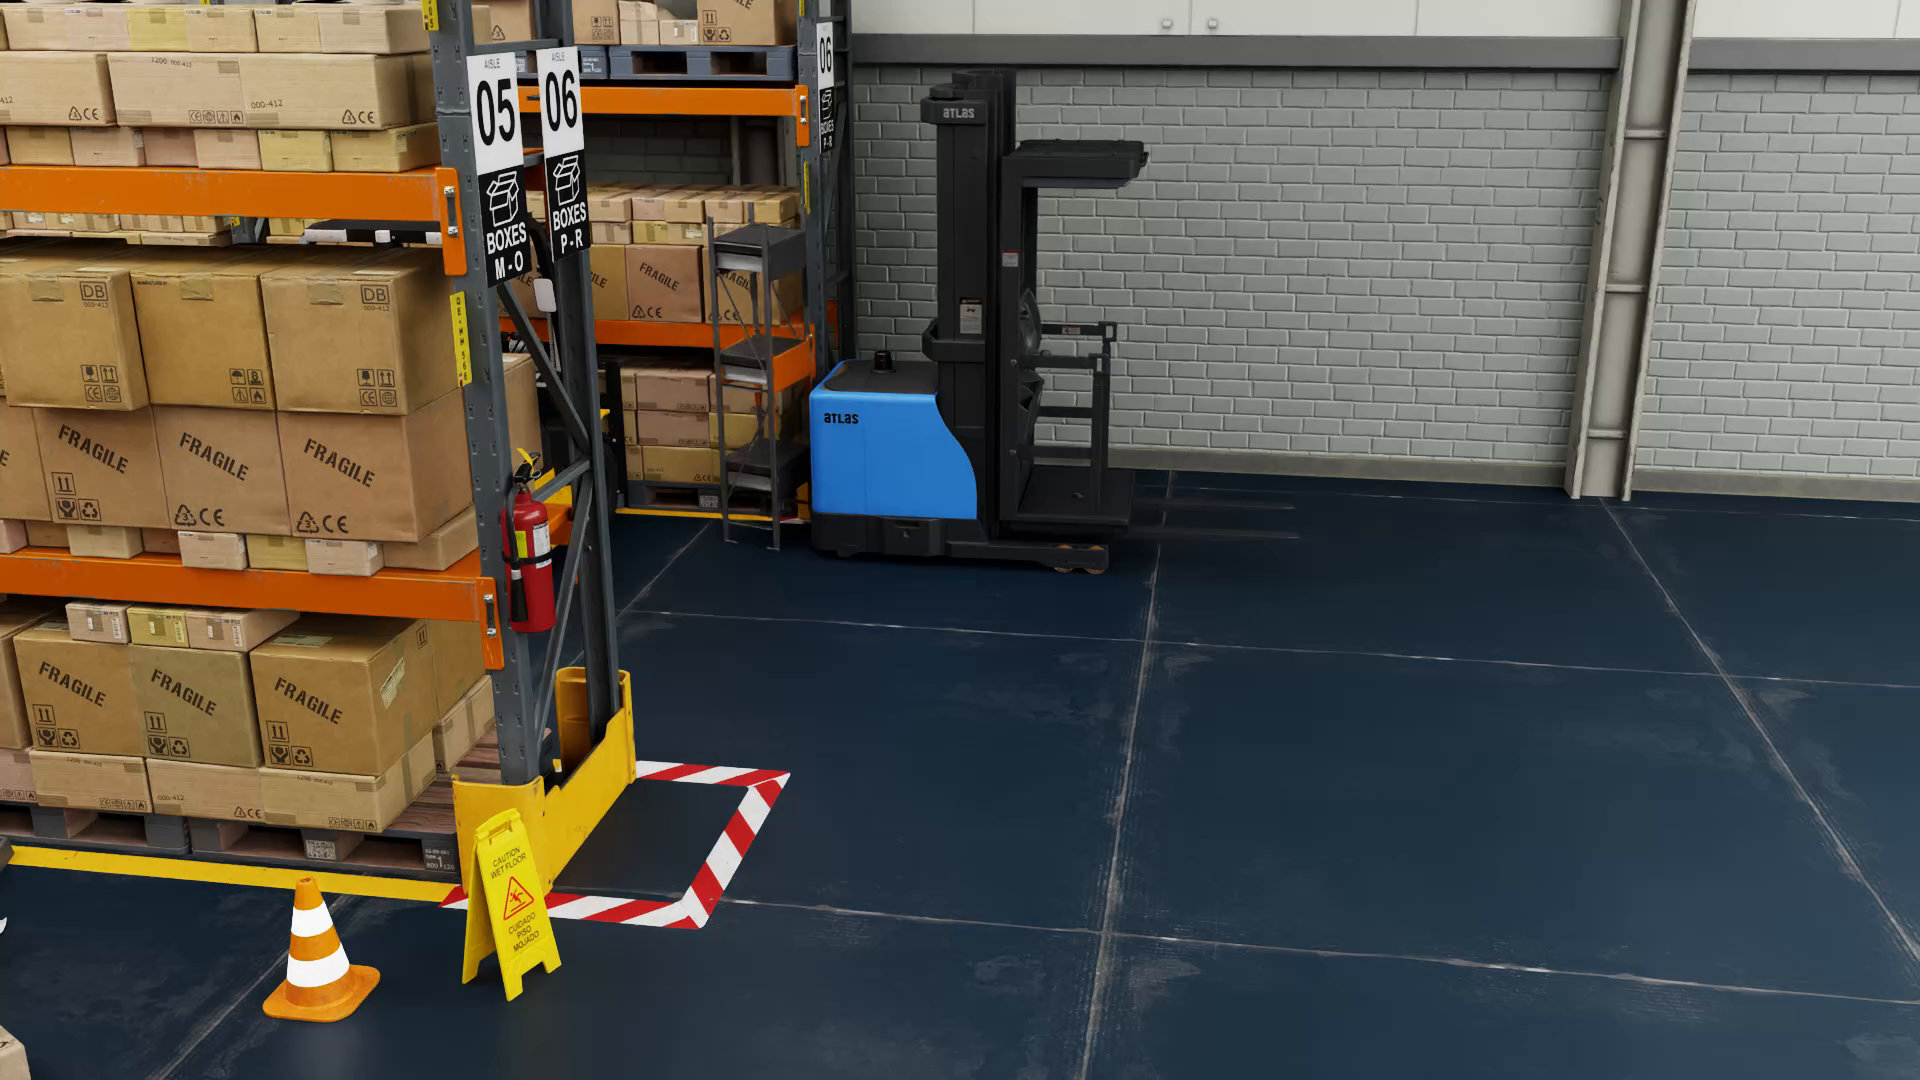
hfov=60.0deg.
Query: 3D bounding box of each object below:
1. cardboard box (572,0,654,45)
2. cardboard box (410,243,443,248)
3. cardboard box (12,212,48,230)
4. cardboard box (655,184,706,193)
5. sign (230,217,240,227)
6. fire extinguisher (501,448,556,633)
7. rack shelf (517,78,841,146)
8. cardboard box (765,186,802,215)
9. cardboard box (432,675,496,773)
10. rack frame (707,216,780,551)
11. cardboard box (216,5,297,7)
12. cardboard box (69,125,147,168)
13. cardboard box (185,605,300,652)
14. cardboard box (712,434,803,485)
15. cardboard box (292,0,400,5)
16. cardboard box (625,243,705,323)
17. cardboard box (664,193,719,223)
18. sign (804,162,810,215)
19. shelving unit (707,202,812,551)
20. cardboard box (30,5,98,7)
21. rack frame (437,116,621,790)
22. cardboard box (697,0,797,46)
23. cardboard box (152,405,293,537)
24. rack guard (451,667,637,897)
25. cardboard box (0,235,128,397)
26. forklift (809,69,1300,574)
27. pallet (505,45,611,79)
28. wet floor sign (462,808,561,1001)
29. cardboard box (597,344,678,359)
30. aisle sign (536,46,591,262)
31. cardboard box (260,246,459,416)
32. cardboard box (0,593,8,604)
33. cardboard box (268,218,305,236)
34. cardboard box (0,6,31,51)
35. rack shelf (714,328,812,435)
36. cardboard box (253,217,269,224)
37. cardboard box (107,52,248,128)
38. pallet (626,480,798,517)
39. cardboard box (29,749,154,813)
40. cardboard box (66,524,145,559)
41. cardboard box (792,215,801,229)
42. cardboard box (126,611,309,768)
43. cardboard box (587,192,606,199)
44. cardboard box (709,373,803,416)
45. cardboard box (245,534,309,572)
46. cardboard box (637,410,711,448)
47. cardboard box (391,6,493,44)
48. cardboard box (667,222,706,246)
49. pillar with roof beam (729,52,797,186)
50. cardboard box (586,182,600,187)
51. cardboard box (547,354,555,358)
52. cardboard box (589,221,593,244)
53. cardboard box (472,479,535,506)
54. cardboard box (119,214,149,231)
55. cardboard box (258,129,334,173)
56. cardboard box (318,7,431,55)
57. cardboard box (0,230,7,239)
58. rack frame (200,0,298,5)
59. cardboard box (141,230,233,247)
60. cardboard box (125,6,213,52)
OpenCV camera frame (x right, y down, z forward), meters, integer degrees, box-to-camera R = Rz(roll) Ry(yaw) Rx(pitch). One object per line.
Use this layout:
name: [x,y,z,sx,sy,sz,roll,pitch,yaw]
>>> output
cardboard box: [-2.340,-3.483,10.781,0.500,0.500,0.700,3,19,9]
cardboard box: [-3.405,-1.836,11.406,0.500,0.500,0.500,3,19,8]
cardboard box: [-6.457,-2.297,11.760,0.250,0.149,0.380,3,19,9]
cardboard box: [-1.925,-2.367,11.502,0.250,0.149,0.380,3,19,9]
sign: [-4.895,-2.280,11.190,0.005,0.325,0.100,3,19,9]
fire extinguisher: [-1.613,0.004,6.185,0.183,0.674,0.296,3,19,9]
rack shelf: [-2.844,-2.920,11.208,4.000,0.370,1.077,3,19,9]
cardboard box: [-1.167,-2.318,11.354,0.250,0.149,0.380,3,19,8]
cardboard box: [-2.405,0.795,7.371,0.500,0.250,0.500,3,19,8]
rack frame: [-1.329,-0.930,10.255,0.400,2.100,0.015,10,24,21]
cardboard box: [-2.696,-2.021,6.529,0.250,0.149,0.380,3,19,8]
cardboard box: [-3.050,-1.474,6.149,0.250,0.149,0.380,3,19,8]
cardboard box: [-2.858,0.303,6.637,0.250,0.149,0.380,3,19,10]
cardboard box: [-1.383,-0.558,11.414,0.500,0.250,0.500,3,19,9]
cardboard box: [-4.036,-3.448,10.973,0.500,0.311,0.500,3,19,10]
cardboard box: [-1.907,-1.757,11.168,0.500,0.500,0.500,4,19,10]
cardboard box: [-1.767,-2.193,10.982,0.250,0.149,0.380,3,19,10]
sign: [-0.969,-2.230,10.542,0.005,0.325,0.100,3,19,9]
shelving unit: [-1.234,-1.016,10.463,0.431,2.100,0.503,10,24,21]
cardboard box: [-3.469,-2.032,6.561,0.250,0.149,0.380,3,19,10]
rack frame: [-1.653,-0.182,6.621,0.127,3.000,1.000,3,19,9]
cardboard box: [-1.345,-3.400,10.533,0.500,0.500,0.500,4,19,10]
cardboard box: [-2.726,-0.339,6.461,0.500,0.500,0.500,3,19,9]
rack guard: [-1.728,0.999,7.029,0.348,0.500,1.175,3,19,9]
cardboard box: [-3.680,-0.892,6.540,0.500,0.500,0.700,3,19,8]
forklift: [0.620,-1.363,10.257,3.031,2.935,1.130,3,19,7]
pallet: [-2.771,-3.223,11.119,1.213,0.211,1.003,3,19,9]
wet floor sign: [-1.635,1.279,5.964,0.232,0.644,0.267,10,21,27]
cardboard box: [-2.299,-1.243,11.887,0.500,0.250,0.500,3,19,8]
aisle sign: [-1.542,-1.509,6.489,0.004,0.787,0.394,3,19,9]
cardboard box: [-2.192,-0.802,6.272,0.500,0.500,0.700,2,19,7]
cardboard box: [-4.174,0.235,6.840,0.250,0.149,0.380,4,19,12]
cardboard box: [-4.545,-2.196,11.458,0.250,0.149,0.380,3,19,8]
cardboard box: [-3.553,-1.855,6.032,0.250,0.149,0.380,3,19,10]
rack shelf: [-1.234,-1.003,10.468,0.431,0.518,0.480,10,24,21]
cardboard box: [-5.131,-2.379,12.006,0.250,0.149,0.380,2,19,7]
cardboard box: [-2.695,-1.646,6.036,0.500,0.250,0.500,3,19,8]
pallet: [-1.631,-0.441,11.787,1.213,0.211,1.003,3,19,9]
cardboard box: [-3.521,0.913,7.019,0.500,0.250,0.500,2,19,7]
cardboard box: [-3.330,-0.058,6.644,0.250,0.149,0.380,3,19,8]
cardboard box: [-1.163,-2.191,11.444,0.250,0.149,0.380,2,19,7]
cardboard box: [-3.001,0.583,6.823,0.500,0.500,0.500,4,19,11]
cardboard box: [-2.532,-2.219,11.058,0.250,0.149,0.380,3,19,10]
cardboard box: [-1.373,-1.032,11.257,0.500,0.250,0.500,4,19,10]
cardboard box: [-2.573,-0.013,6.510,0.250,0.149,0.380,3,19,8]
cardboard box: [-1.893,-0.825,11.425,0.500,0.250,0.500,3,19,8]
cardboard box: [-1.971,-1.946,6.303,0.250,0.149,0.380,3,19,8]
cardboard box: [-1.759,-2.058,11.047,0.250,0.149,0.380,3,19,10]
pillar with roof beam: [-2.096,-3.551,7.235,0.400,9.000,9.100,3,19,9]
cardboard box: [-2.689,-2.404,11.613,0.250,0.149,0.380,3,19,9]
cardboard box: [-2.877,-1.106,11.479,0.500,0.250,0.500,3,19,8]
cardboard box: [-2.526,-2.079,11.110,0.250,0.149,0.380,3,19,9]
cardboard box: [-1.955,-0.145,6.906,0.250,0.149,0.380,3,19,9]
cardboard box: [-5.682,-2.278,11.703,0.250,0.149,0.380,3,19,9]
cardboard box: [-2.300,-1.418,5.983,0.250,0.149,0.380,3,19,9]
cardboard box: [-2.033,-1.788,5.833,0.250,0.149,0.380,3,19,9]
cardboard box: [-6.852,-2.132,11.896,0.500,0.250,0.500,3,19,9]
rack frame: [-4.818,-4.784,10.919,0.127,3.000,1.000,3,19,9]
cardboard box: [-5.344,-2.050,11.650,0.500,0.250,0.500,3,19,7]
cardboard box: [-2.779,-1.849,6.015,0.250,0.149,0.380,3,19,9]
